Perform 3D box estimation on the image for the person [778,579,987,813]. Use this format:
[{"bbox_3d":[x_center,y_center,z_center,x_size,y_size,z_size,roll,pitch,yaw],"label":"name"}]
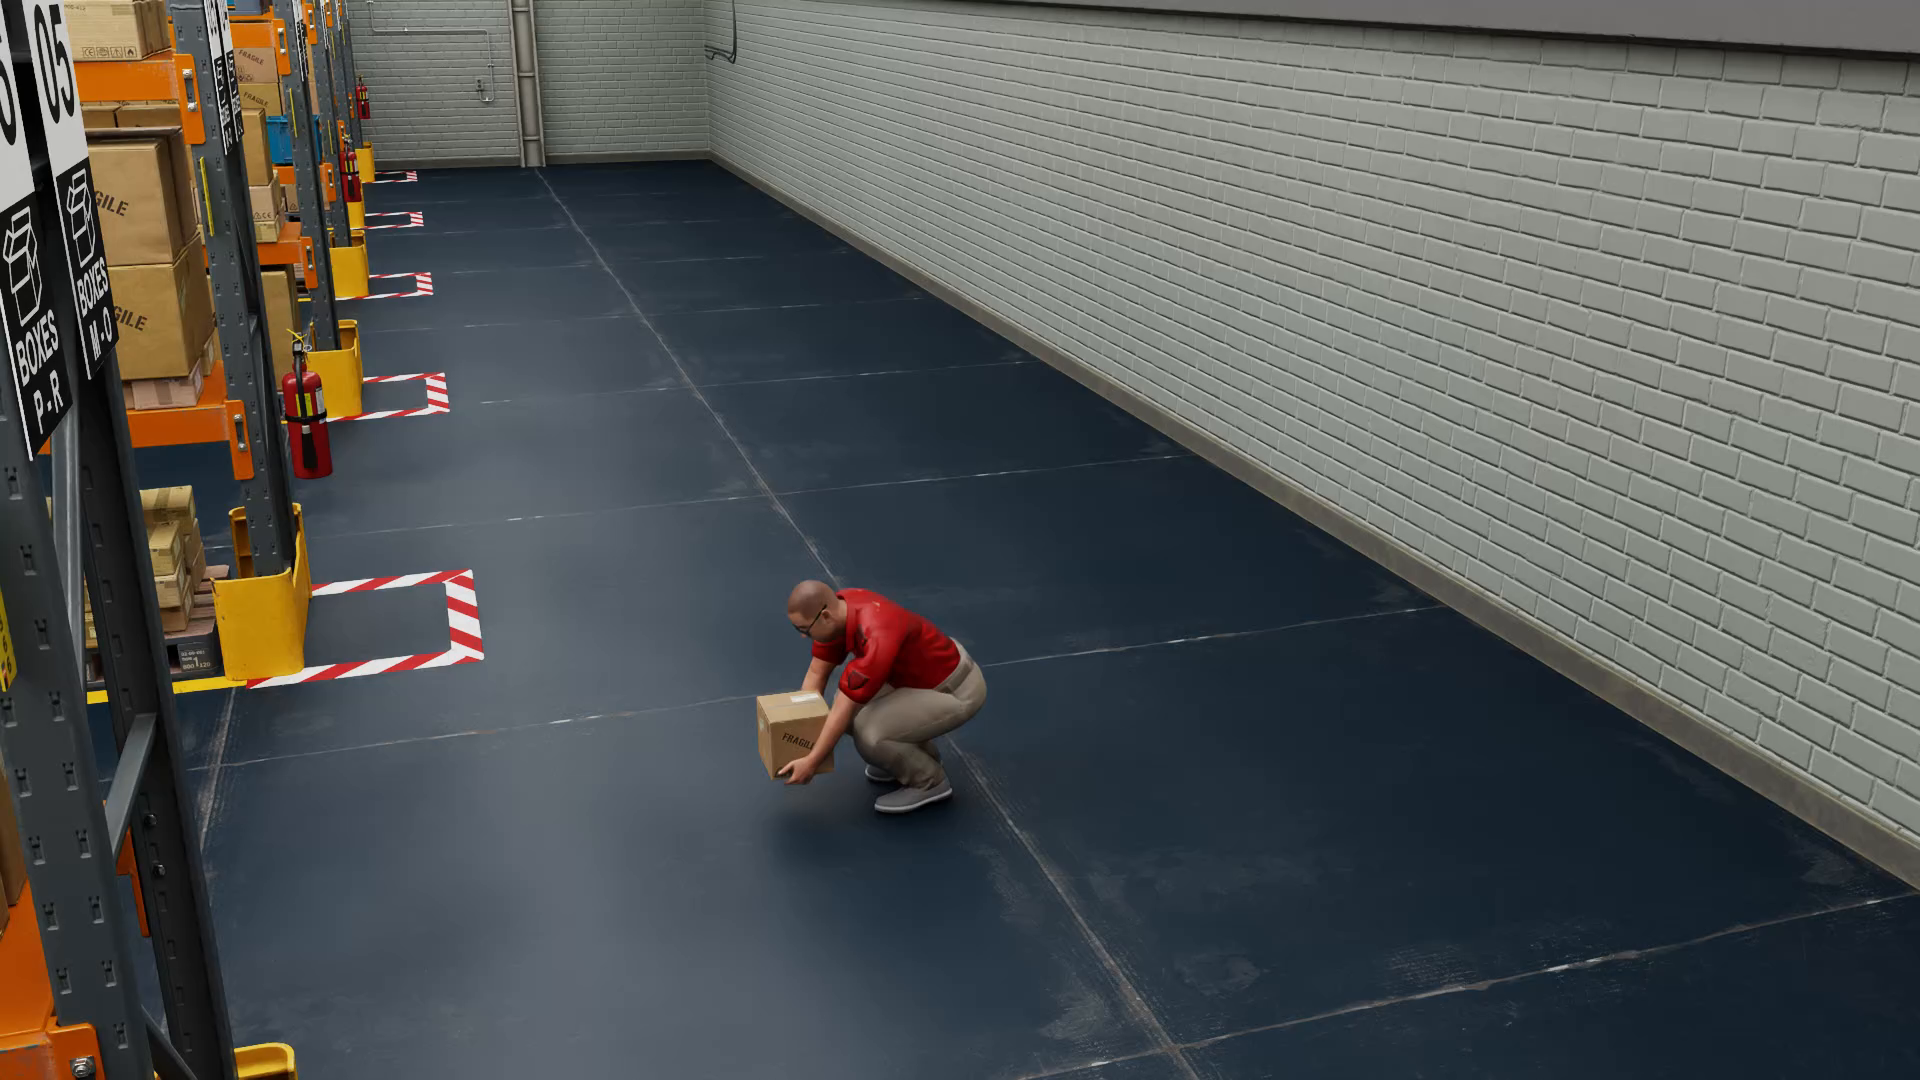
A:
[{"bbox_3d":[-0.327,0.580,6.583,0.882,0.981,0.539,-7,20,-18],"label":"person"}]
